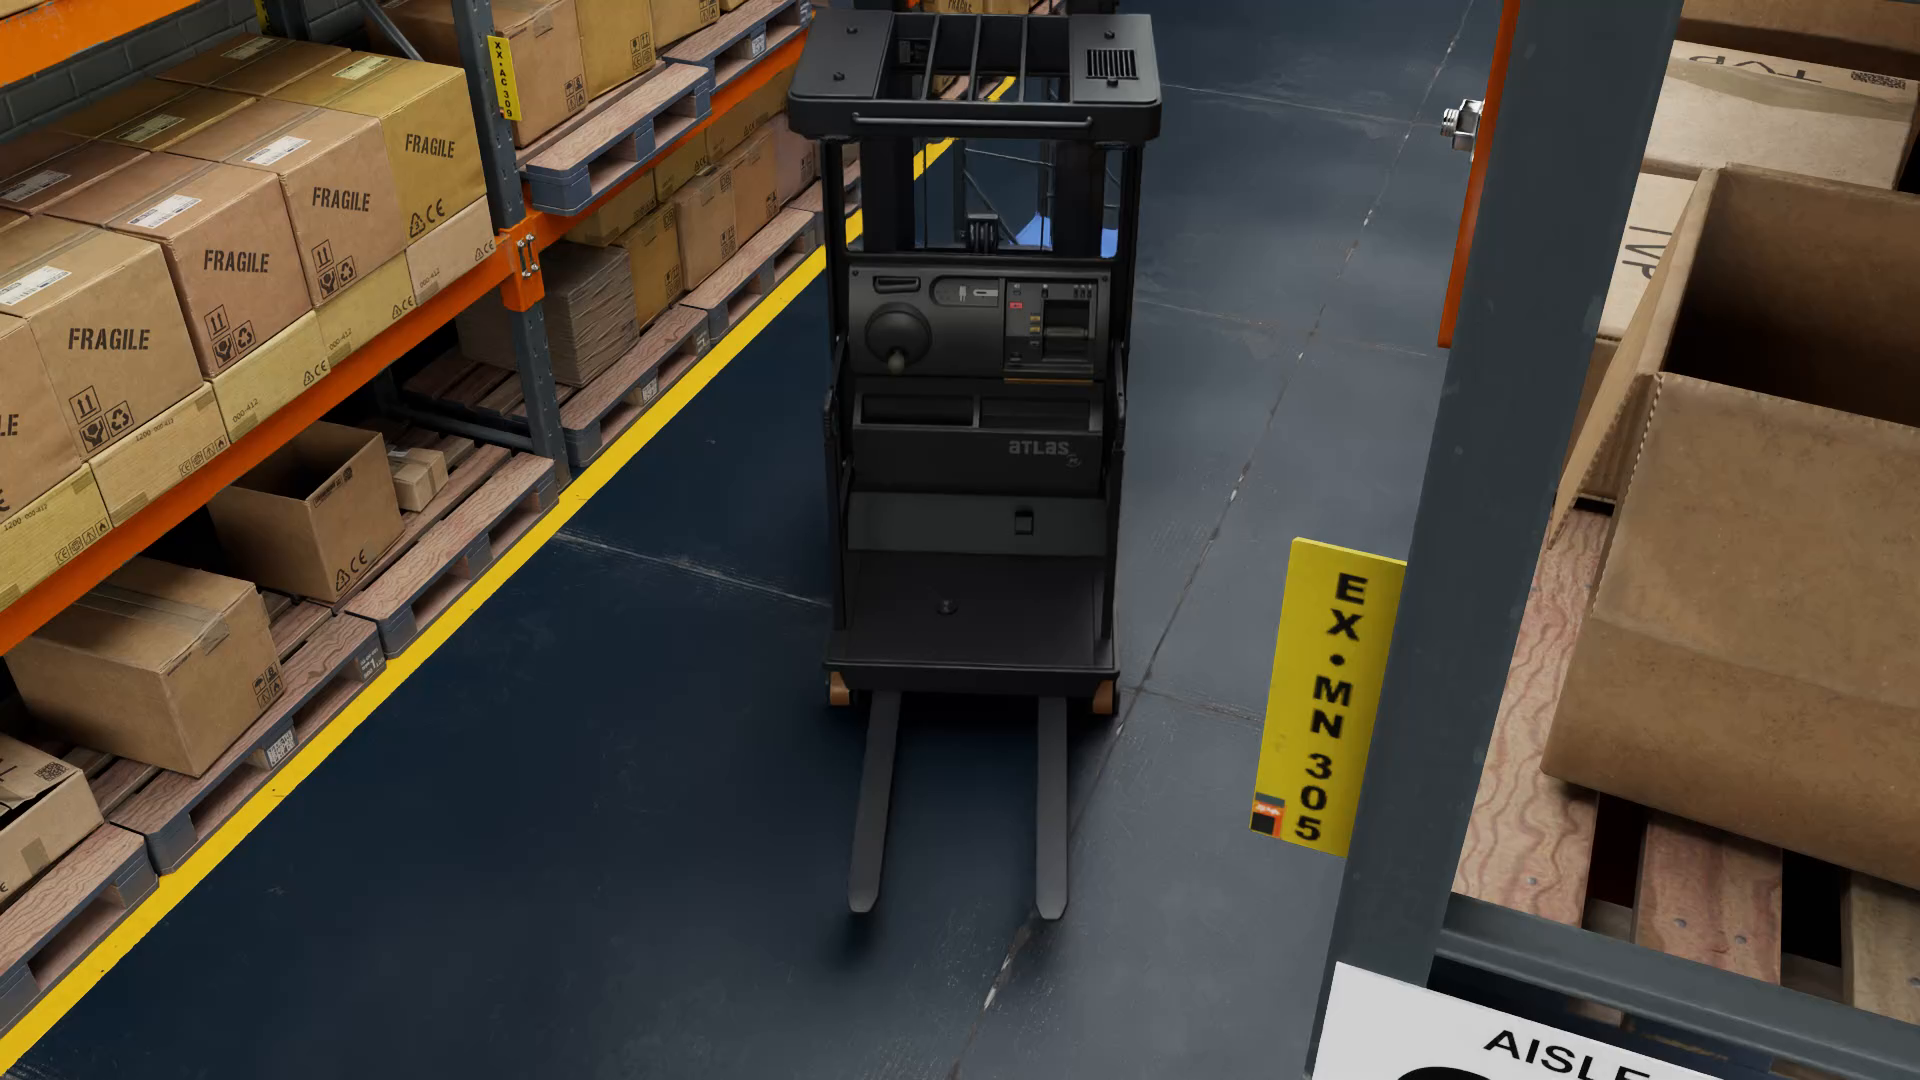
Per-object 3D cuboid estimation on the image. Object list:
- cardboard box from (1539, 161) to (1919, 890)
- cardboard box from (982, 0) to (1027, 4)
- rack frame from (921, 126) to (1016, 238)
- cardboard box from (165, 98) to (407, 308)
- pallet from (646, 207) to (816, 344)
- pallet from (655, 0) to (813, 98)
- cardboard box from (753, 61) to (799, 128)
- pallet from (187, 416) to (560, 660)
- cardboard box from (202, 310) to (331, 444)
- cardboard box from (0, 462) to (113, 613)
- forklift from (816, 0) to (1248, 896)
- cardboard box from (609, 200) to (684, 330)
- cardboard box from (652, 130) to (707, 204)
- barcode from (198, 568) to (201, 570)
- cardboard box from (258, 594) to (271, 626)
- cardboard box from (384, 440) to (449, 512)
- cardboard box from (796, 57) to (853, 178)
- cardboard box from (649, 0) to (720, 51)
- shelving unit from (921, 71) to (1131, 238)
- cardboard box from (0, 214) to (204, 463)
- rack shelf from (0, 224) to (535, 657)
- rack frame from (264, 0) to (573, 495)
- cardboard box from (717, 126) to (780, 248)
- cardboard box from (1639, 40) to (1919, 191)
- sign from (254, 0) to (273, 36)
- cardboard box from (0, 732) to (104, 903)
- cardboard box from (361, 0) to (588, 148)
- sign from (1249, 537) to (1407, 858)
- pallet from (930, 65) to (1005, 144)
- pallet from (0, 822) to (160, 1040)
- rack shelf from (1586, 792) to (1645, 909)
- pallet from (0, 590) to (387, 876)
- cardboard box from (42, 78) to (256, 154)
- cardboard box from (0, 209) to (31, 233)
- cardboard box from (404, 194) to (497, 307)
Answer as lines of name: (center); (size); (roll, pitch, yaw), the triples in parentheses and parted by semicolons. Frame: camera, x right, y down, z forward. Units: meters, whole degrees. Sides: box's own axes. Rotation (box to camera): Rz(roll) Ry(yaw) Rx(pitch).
cardboard box: (1.025, 0.011, 1.670); (0.797, 0.503, 0.637); (17, 40, 21)
cardboard box: (0.004, -3.928, 11.445); (0.750, 0.750, 0.750); (14, 39, 18)
rack frame: (0.027, -1.257, 7.679); (0.500, 1.500, 0.032); (22, 42, 27)
cardboard box: (-2.337, -1.184, 5.811); (0.500, 0.500, 0.500); (14, 39, 17)
pallet: (-1.501, -1.538, 9.131); (1.003, 0.211, 1.213); (14, 39, 18)
pallet: (-1.452, -2.578, 8.354); (1.003, 0.211, 1.213); (14, 39, 18)
cardboard box: (-1.237, -2.524, 9.215); (0.500, 0.250, 0.500); (15, 39, 19)
pallet: (-2.481, -0.049, 7.139); (1.003, 0.211, 1.213); (14, 39, 18)
cardboard box: (-2.532, -0.606, 5.664); (0.500, 0.250, 0.500); (14, 39, 17)
cardboard box: (-2.917, -0.048, 4.917); (0.500, 0.250, 0.500); (13, 39, 17)
forklift: (0.236, -0.779, 5.844); (1.130, 2.935, 3.031); (-9, 38, -12)
cardboard box: (-1.843, -1.429, 8.377); (0.700, 0.500, 0.500); (13, 39, 17)
cardboard box: (-1.635, -1.966, 8.468); (0.500, 0.250, 0.500); (13, 39, 16)
barcode: (-2.965, 0.153, 6.461); (0.001, 0.075, 0.075); (14, 39, 18)
cardboard box: (-2.885, 0.301, 6.355); (0.380, 0.149, 0.250); (11, 38, 14)
cardboard box: (-2.434, -0.284, 7.123); (0.380, 0.166, 0.250); (9, 38, 12)
cardboard box: (-0.962, -2.525, 9.843); (0.700, 0.500, 0.500); (14, 39, 18)
cardboard box: (-1.592, -2.715, 7.926); (0.700, 0.500, 0.500); (19, 41, 24)
shelving unit: (0.316, -1.508, 8.014); (0.538, 1.500, 1.048); (22, 42, 27)
cardboard box: (-2.736, -0.620, 5.056); (0.500, 0.500, 0.500); (15, 39, 19)
rack shelf: (-3.019, -0.150, 5.546); (1.077, 0.370, 4.000); (14, 39, 18)
rack frame: (-2.258, -1.546, 6.812); (1.000, 3.000, 0.127); (14, 39, 18)
cardboard box: (-1.428, -1.984, 9.120); (0.700, 0.500, 0.500); (14, 39, 18)
cardboard box: (1.208, -0.600, 2.649); (0.500, 0.311, 0.500); (19, 41, 23)
sign: (-2.773, -2.134, 6.632); (0.100, 0.325, 0.005); (14, 39, 18)
cardboard box: (-3.217, 0.892, 5.430); (0.500, 0.311, 0.500); (17, 40, 21)
cardboard box: (-2.033, -2.036, 7.017); (0.700, 0.500, 0.500); (14, 39, 18)
sign: (0.306, 0.140, 1.379); (0.100, 0.325, 0.005); (14, 39, 18)
pallet: (-0.367, -3.063, 11.171); (1.003, 0.211, 1.213); (14, 39, 18)
pallet: (-3.409, 1.302, 5.331); (1.003, 0.211, 1.213); (14, 39, 18)
rack shelf: (1.563, -0.225, 3.141); (1.077, 0.370, 4.000); (14, 39, 18)
pallet: (-2.944, 0.629, 6.232); (1.003, 0.211, 1.213); (14, 39, 18)
cardboard box: (-2.831, -1.296, 5.960); (0.500, 0.500, 0.500); (14, 39, 17)
cardboard box: (-3.212, -0.731, 5.205); (0.500, 0.500, 0.500); (14, 39, 18)
cardboard box: (-2.158, -1.162, 6.408); (0.500, 0.250, 0.500); (14, 39, 18)
